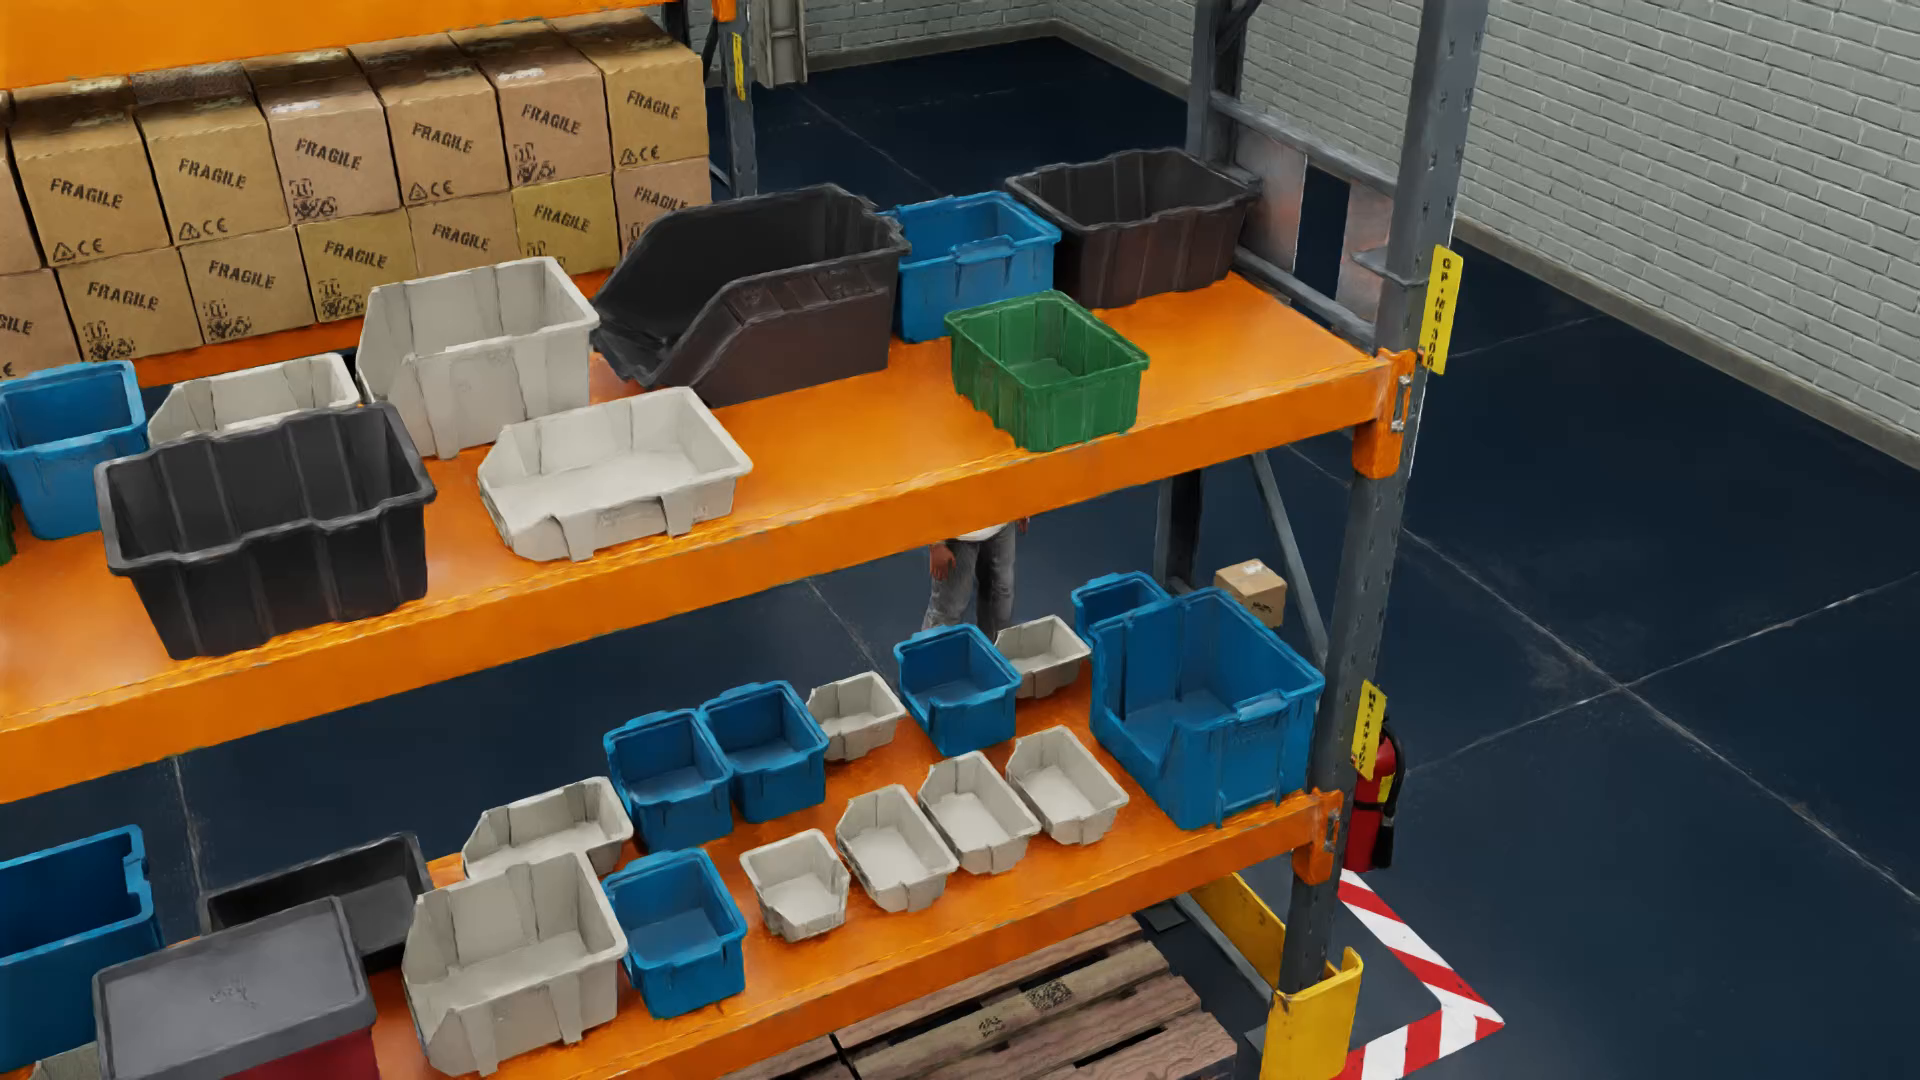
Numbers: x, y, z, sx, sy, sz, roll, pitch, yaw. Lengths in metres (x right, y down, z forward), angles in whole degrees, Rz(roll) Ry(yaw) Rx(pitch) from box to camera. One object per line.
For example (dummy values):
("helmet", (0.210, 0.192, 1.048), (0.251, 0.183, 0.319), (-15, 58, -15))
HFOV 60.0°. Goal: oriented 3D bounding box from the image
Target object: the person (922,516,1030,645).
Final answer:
("person", (0.083, -0.069, 7.172), (0.472, 1.779, 0.577), (22, 39, 30))
